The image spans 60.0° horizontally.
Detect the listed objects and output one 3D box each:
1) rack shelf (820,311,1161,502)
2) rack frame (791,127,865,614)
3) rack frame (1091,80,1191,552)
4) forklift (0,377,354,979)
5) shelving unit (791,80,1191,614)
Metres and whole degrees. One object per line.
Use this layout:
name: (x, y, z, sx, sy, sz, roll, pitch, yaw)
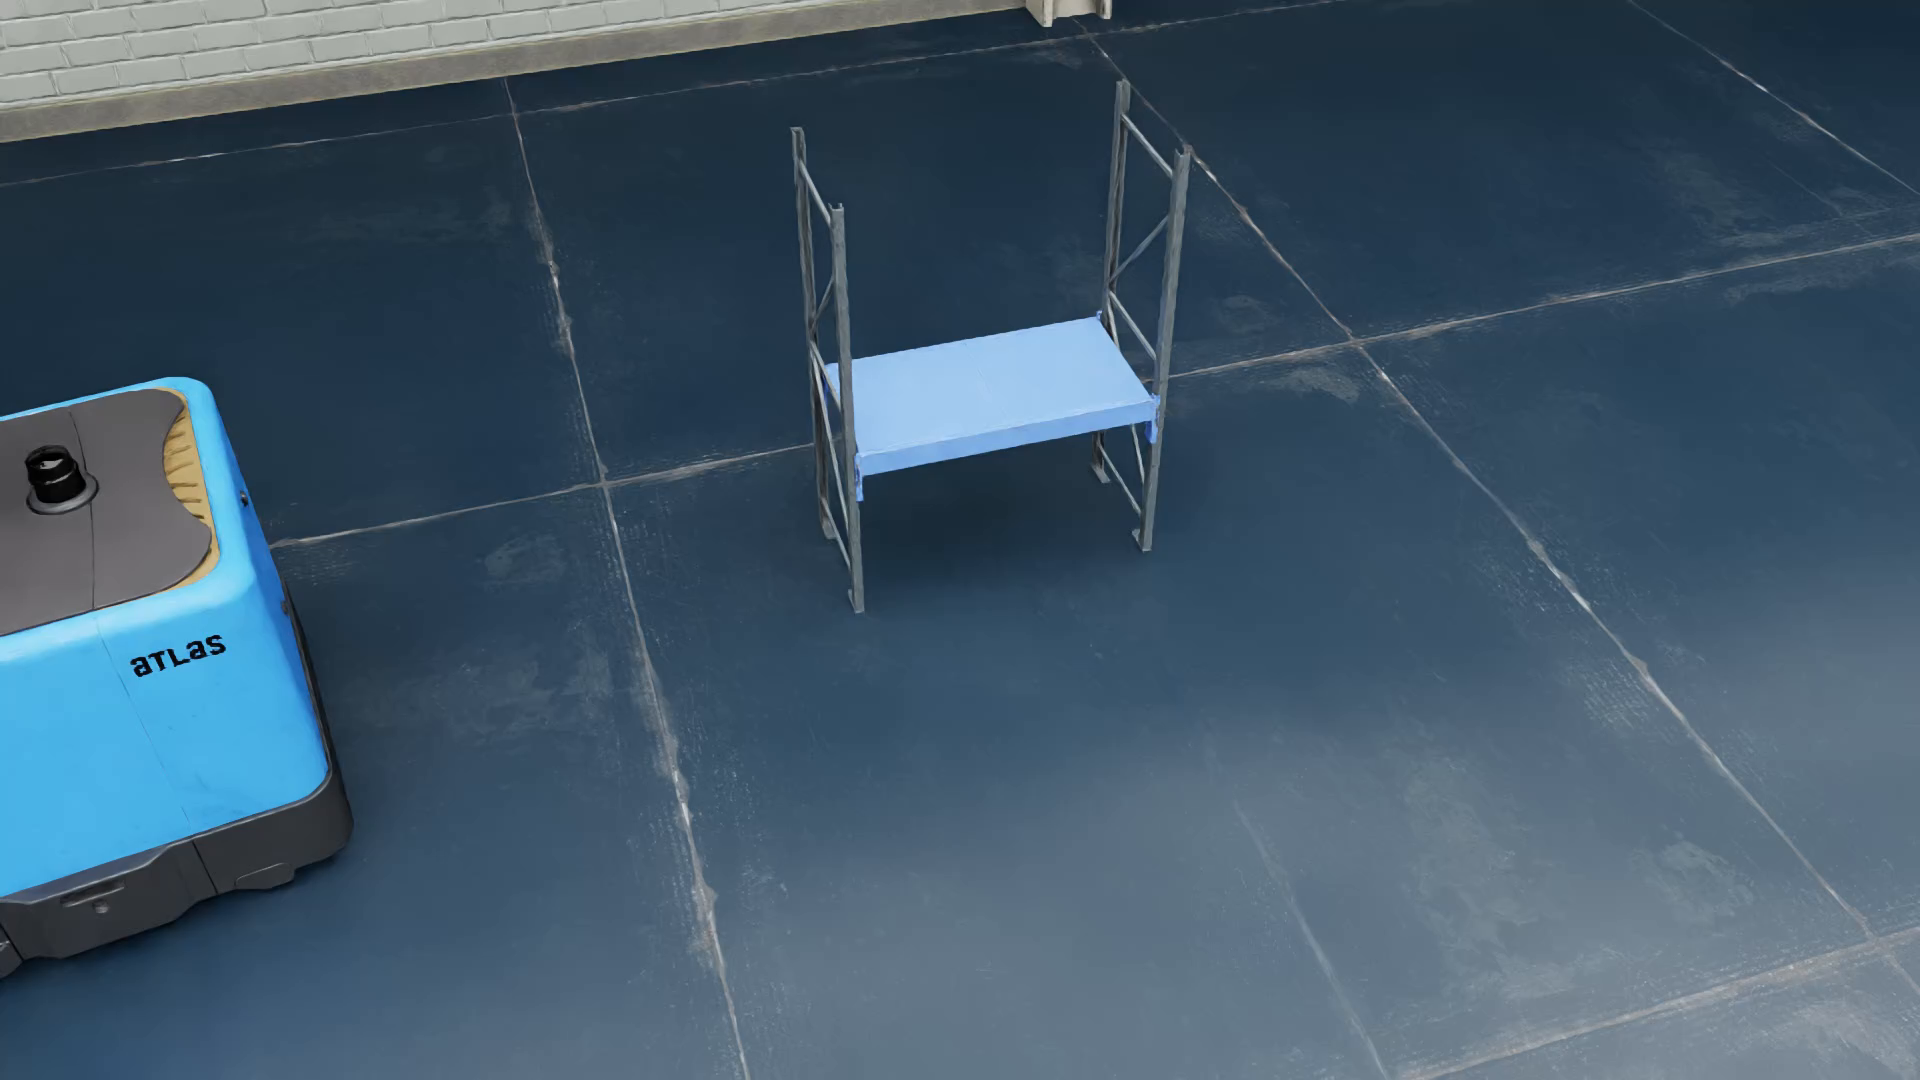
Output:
rack shelf: (0.081, -0.446, 5.394, 1.000, 0.185, 0.538, -12, 42, -13)
rack frame: (-0.404, -0.481, 5.161, 0.032, 1.500, 0.500, -12, 42, -13)
rack frame: (0.566, -0.682, 5.391, 0.032, 1.500, 0.500, -12, 42, -13)
forklift: (-3.273, -0.070, 3.602, 3.031, 2.935, 1.130, -18, 44, -19)
shelving unit: (0.081, -0.582, 5.276, 1.048, 1.500, 0.538, -12, 42, -13)
